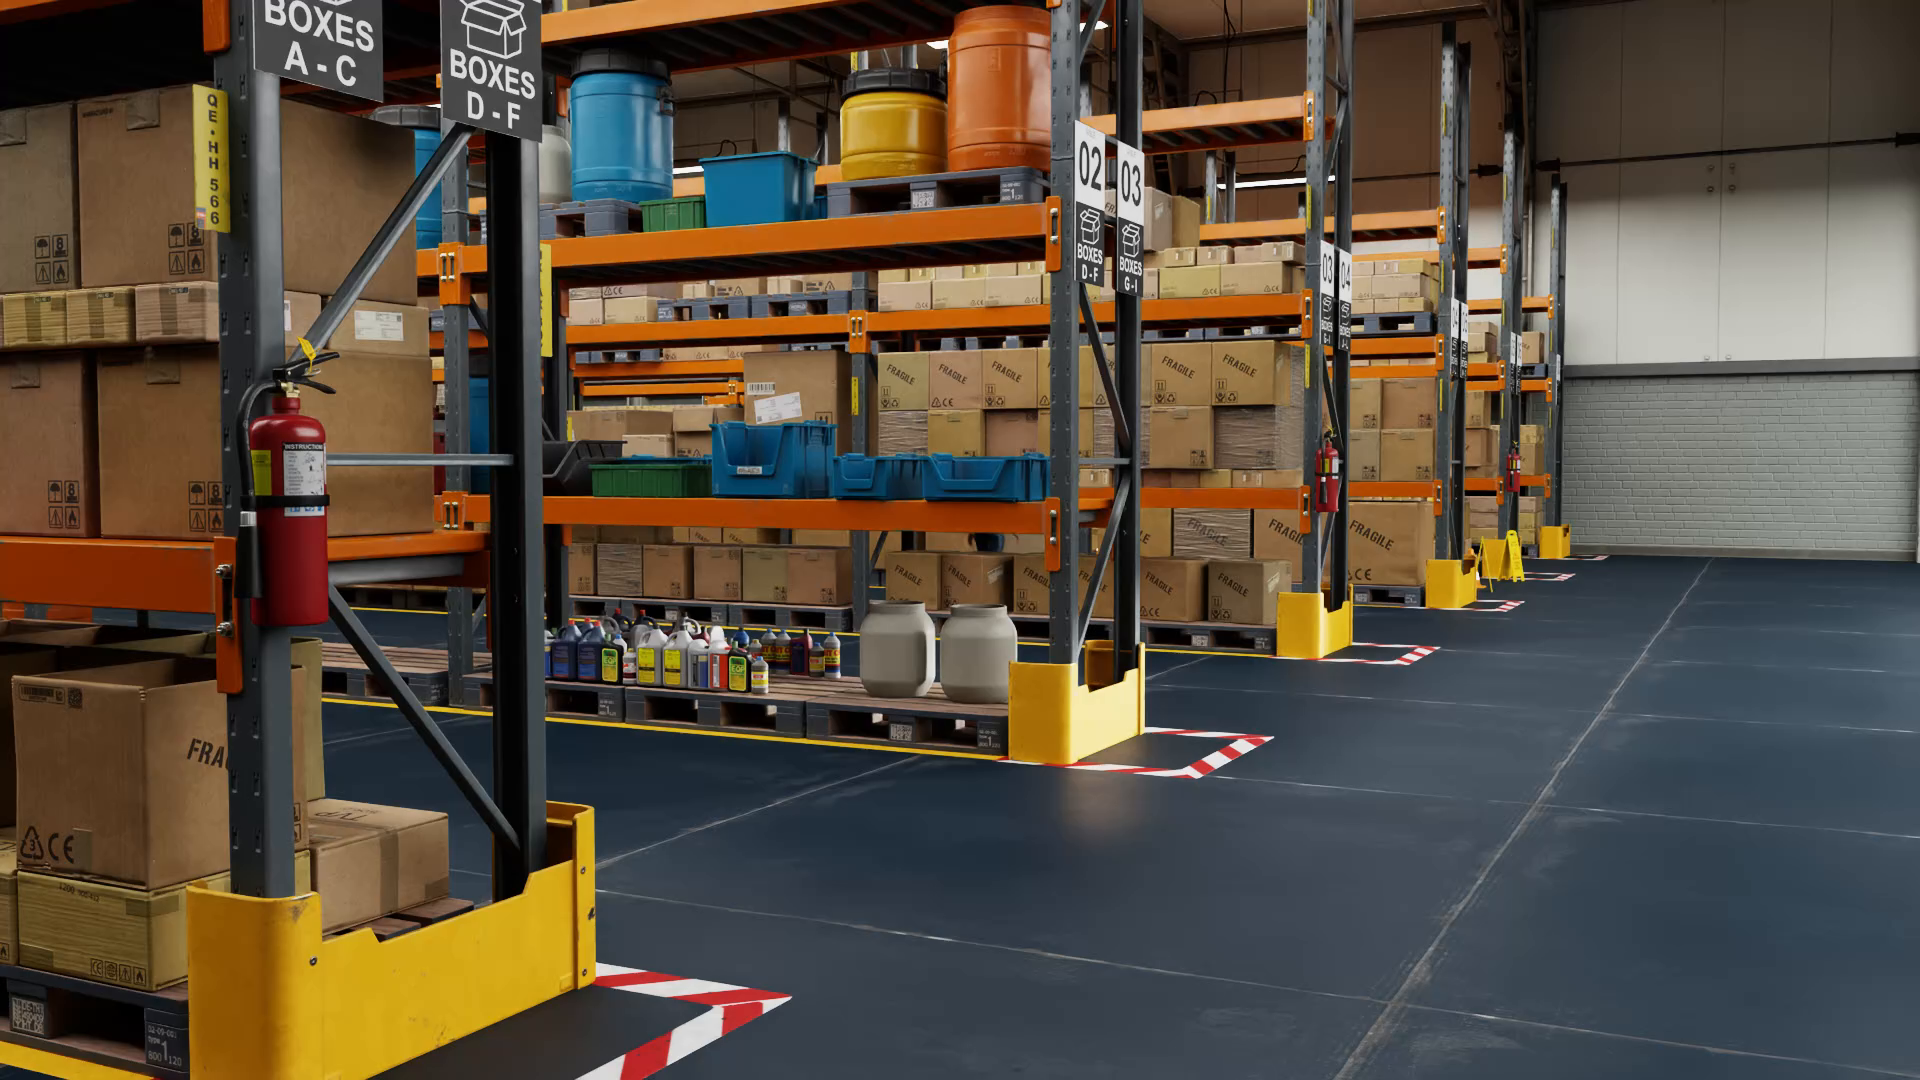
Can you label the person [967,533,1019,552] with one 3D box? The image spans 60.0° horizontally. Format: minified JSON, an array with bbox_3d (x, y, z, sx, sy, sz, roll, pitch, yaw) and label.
[{"bbox_3d":[0.344,-0.079,16.860,0.551,1.554,0.845,2,3,34],"label":"person"}]
